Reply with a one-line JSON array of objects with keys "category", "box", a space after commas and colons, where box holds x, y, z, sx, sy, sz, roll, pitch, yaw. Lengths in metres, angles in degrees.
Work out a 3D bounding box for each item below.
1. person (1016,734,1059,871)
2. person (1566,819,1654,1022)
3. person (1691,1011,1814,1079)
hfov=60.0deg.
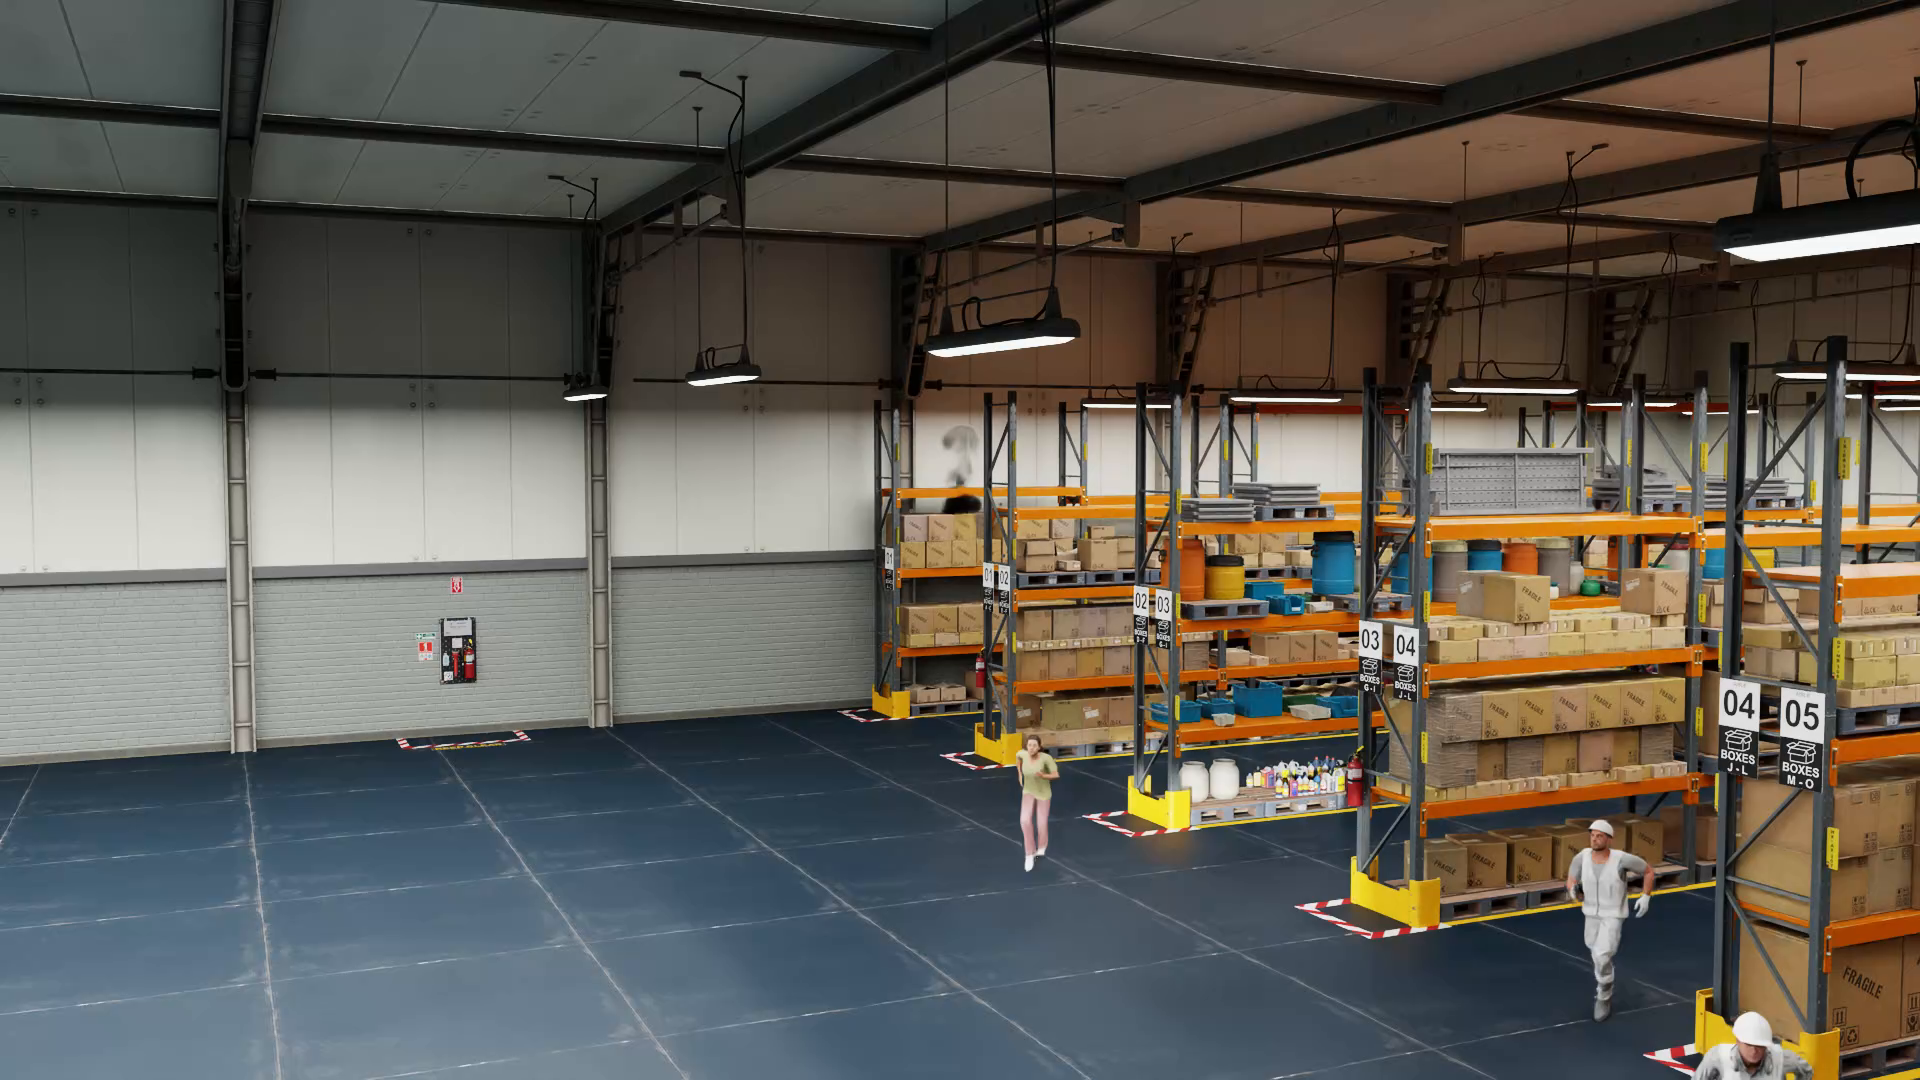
[{"category": "person", "box": [0.952, 3.162, 20.351, 0.572, 1.651, 0.897, 1, 3, 11]}, {"category": "person", "box": [5.794, 3.398, 14.929, 0.877, 1.788, 0.668, -3, 5, -44]}, {"category": "person", "box": [4.971, 3.724, 10.484, 0.697, 1.732, 1.045, 1, 4, 19]}]
